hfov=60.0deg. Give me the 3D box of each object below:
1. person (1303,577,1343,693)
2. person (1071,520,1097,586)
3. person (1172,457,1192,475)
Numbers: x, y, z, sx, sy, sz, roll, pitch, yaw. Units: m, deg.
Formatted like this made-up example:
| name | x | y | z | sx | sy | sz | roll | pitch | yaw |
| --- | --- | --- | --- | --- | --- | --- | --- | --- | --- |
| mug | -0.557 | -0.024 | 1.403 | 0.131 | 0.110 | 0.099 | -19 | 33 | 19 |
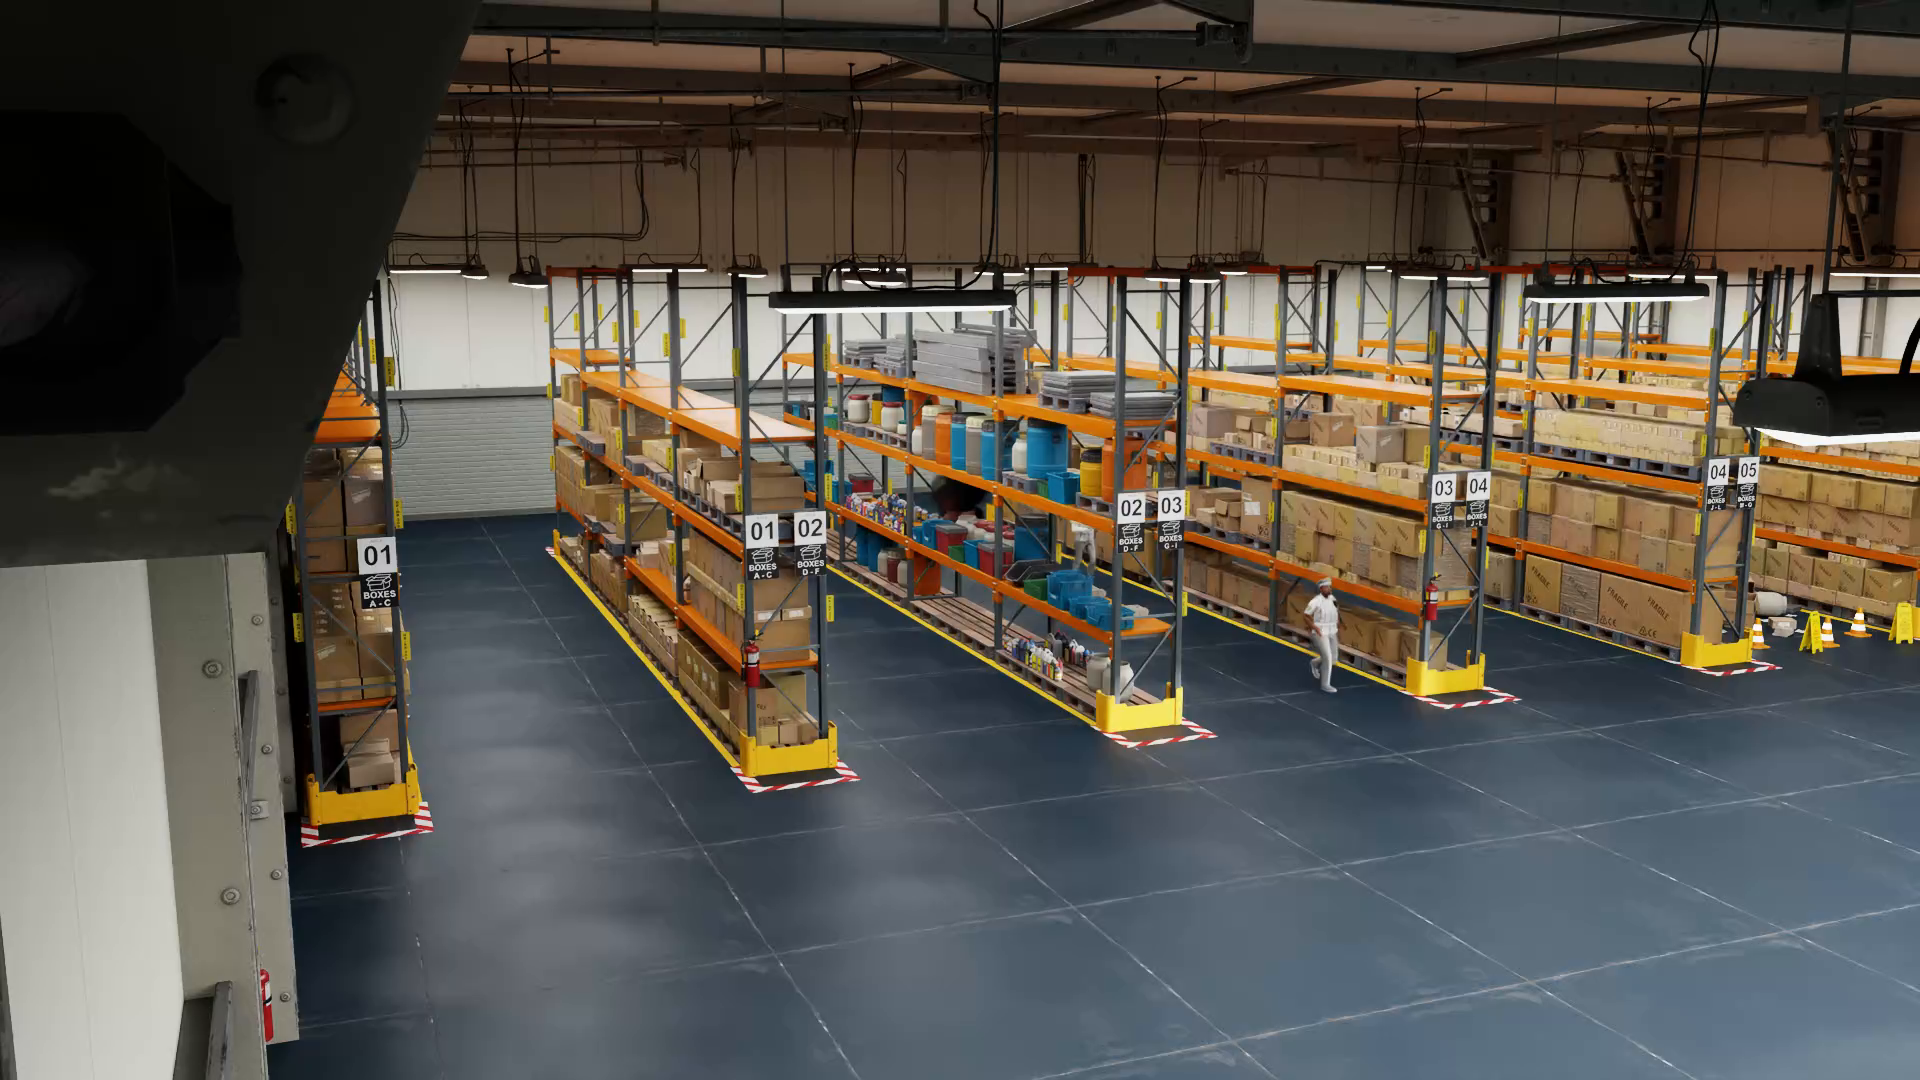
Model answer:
| name | x | y | z | sx | sy | sz | roll | pitch | yaw |
| --- | --- | --- | --- | --- | --- | --- | --- | --- | --- |
| person | 5.262 | 1.350 | 24.154 | 0.581 | 1.644 | 0.701 | -5 | 11 | -25 |
| person | 2.245 | 0.075 | 29.815 | 0.590 | 1.794 | 0.705 | -5 | 11 | -27 |
| person | 5.552 | -1.749 | 41.645 | 0.992 | 1.713 | 0.715 | -3 | 10 | -17 |
